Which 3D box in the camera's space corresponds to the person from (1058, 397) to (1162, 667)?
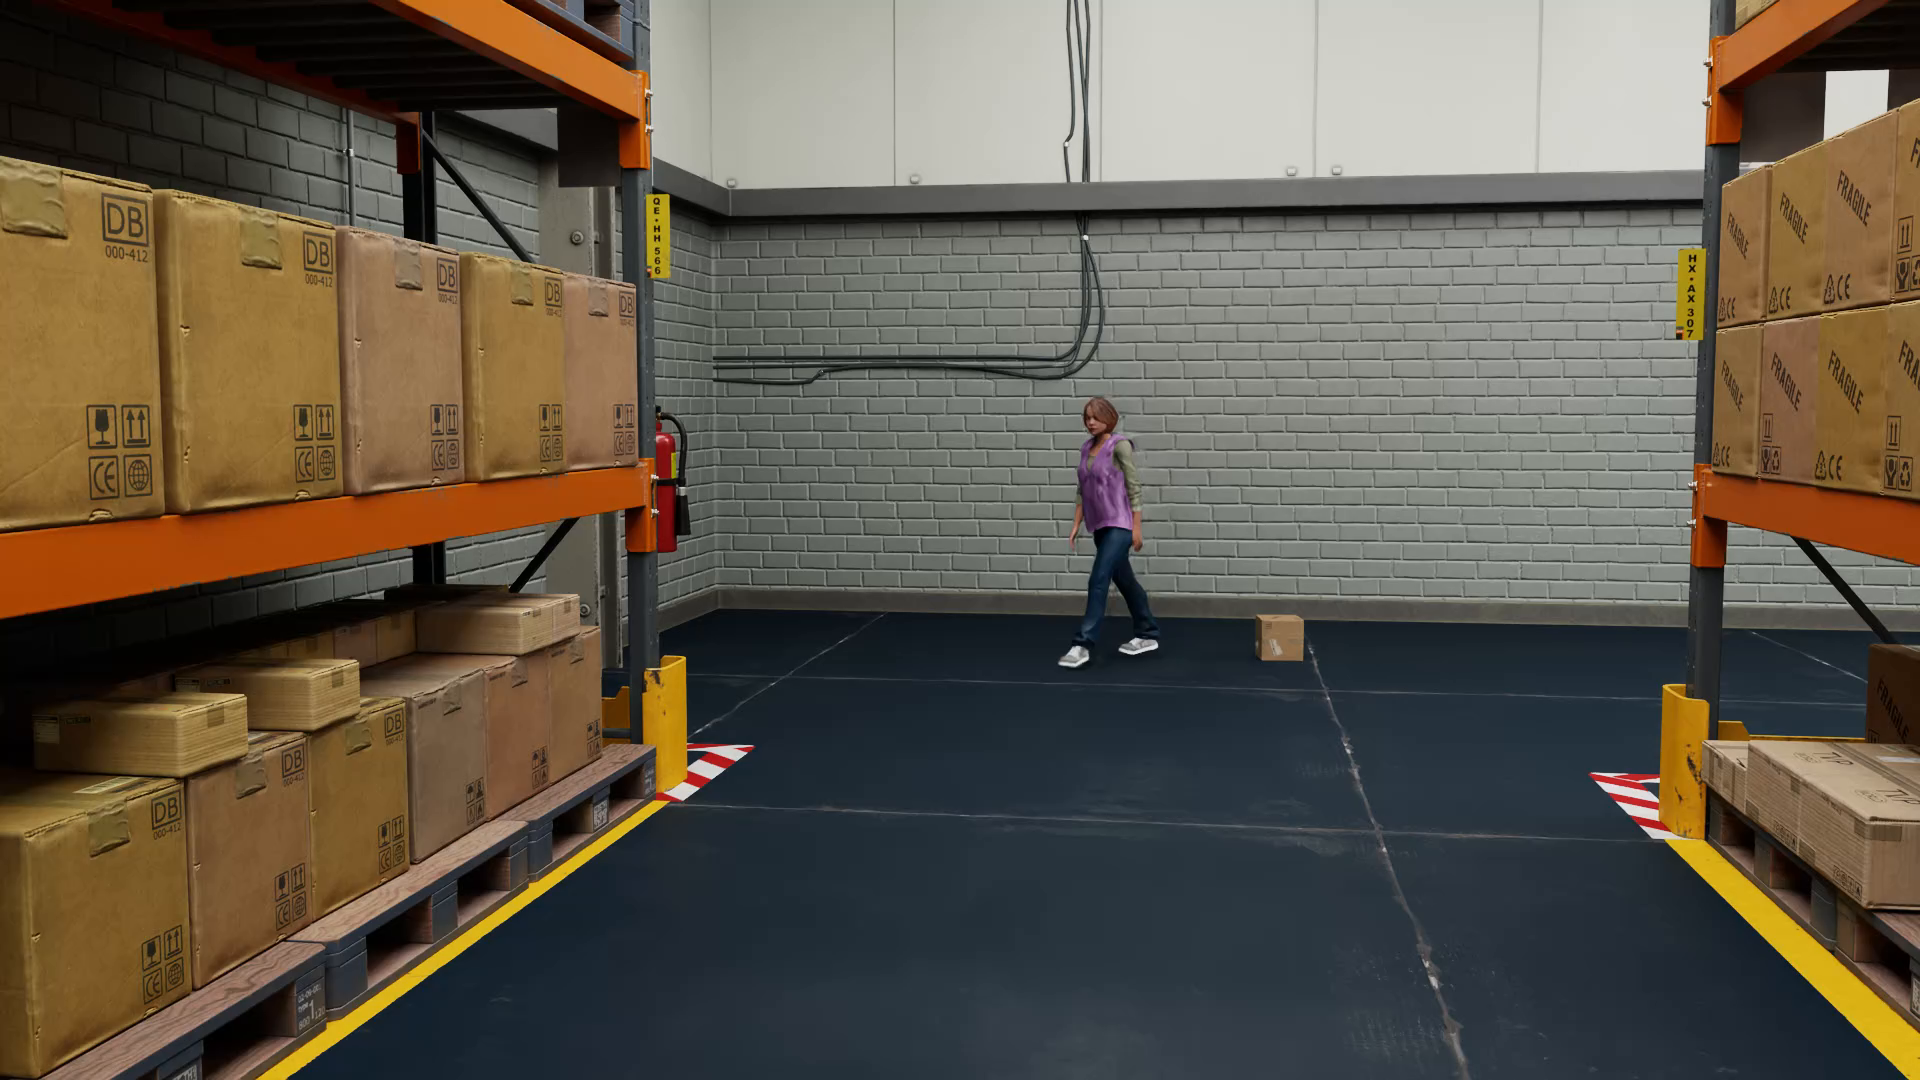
[{"bbox_3d":[0.853,-0.067,9.853,0.851,1.556,0.419,-3,5,-30],"label":"person"}]
